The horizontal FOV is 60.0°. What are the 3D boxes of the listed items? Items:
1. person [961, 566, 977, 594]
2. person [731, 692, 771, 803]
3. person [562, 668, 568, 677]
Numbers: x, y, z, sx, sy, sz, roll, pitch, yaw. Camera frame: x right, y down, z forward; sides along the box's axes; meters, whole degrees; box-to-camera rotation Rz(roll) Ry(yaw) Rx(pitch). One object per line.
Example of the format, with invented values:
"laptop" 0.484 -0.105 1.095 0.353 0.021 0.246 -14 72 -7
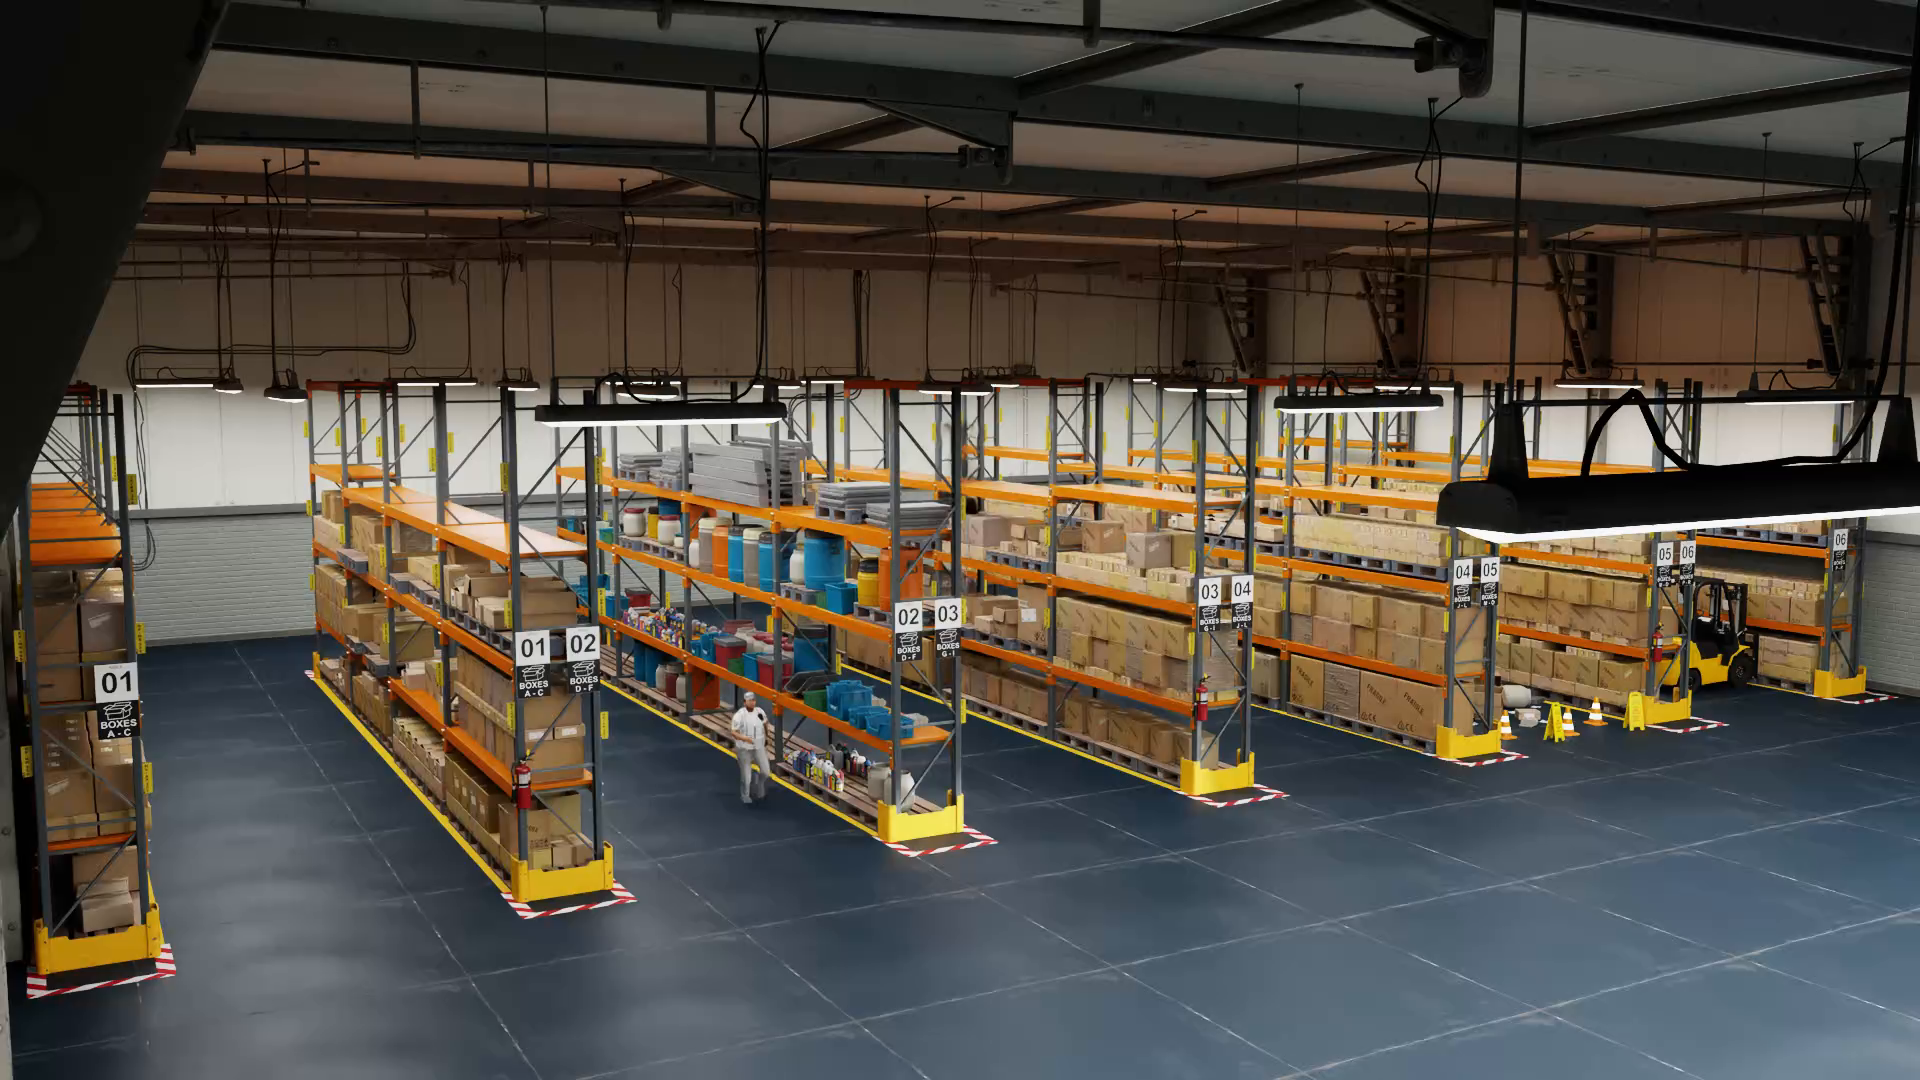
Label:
"person" 0.099 1.494 37.777 0.703 1.648 0.621 -3 7 -25
"person" -2.968 2.986 23.852 0.622 1.619 0.579 -3 7 -25
"person" -7.070 2.303 30.169 0.616 1.708 0.722 -4 7 -30
